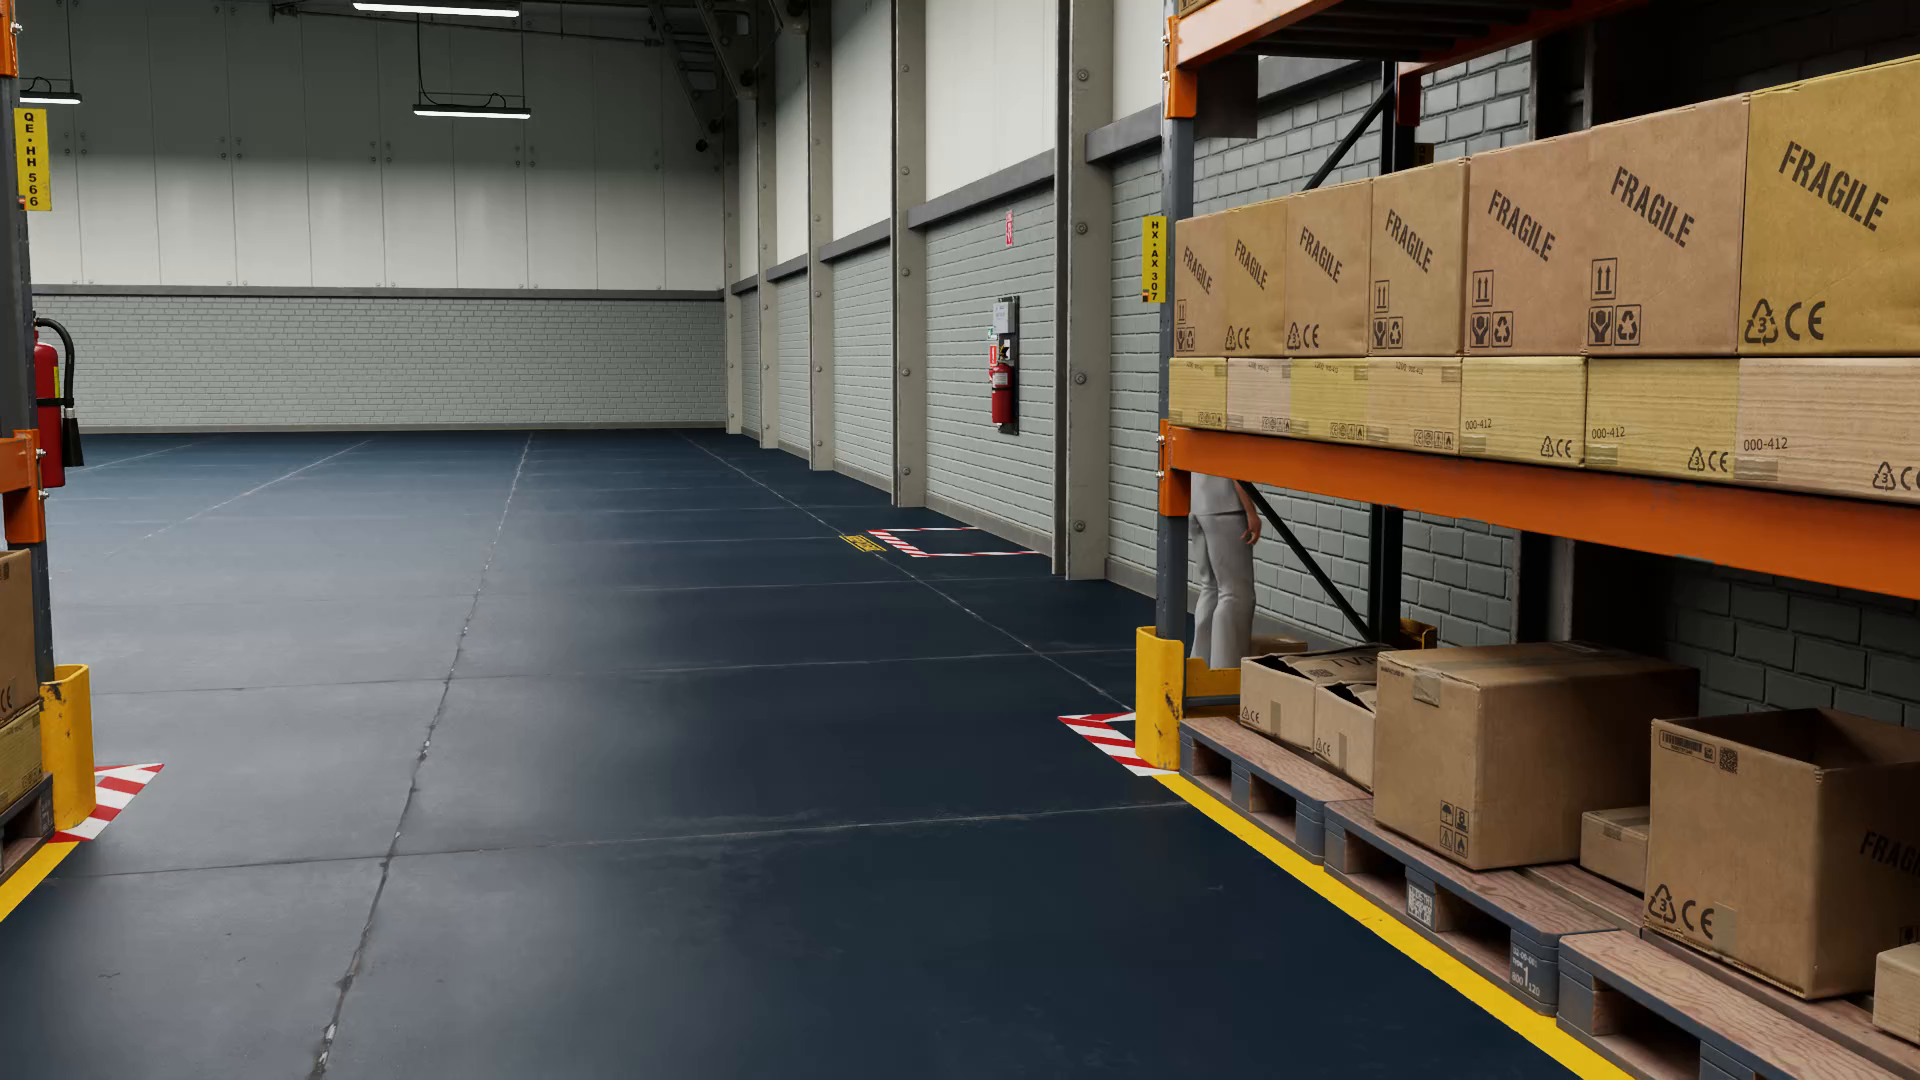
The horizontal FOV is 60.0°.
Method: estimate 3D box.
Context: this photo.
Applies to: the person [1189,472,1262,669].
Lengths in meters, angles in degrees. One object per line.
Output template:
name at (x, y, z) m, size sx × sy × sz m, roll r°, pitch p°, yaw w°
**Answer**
person at (1.223, -0.110, 7.660) m, size 0.355 × 1.673 × 0.508 m, roll -2°, pitch 6°, yaw -16°
